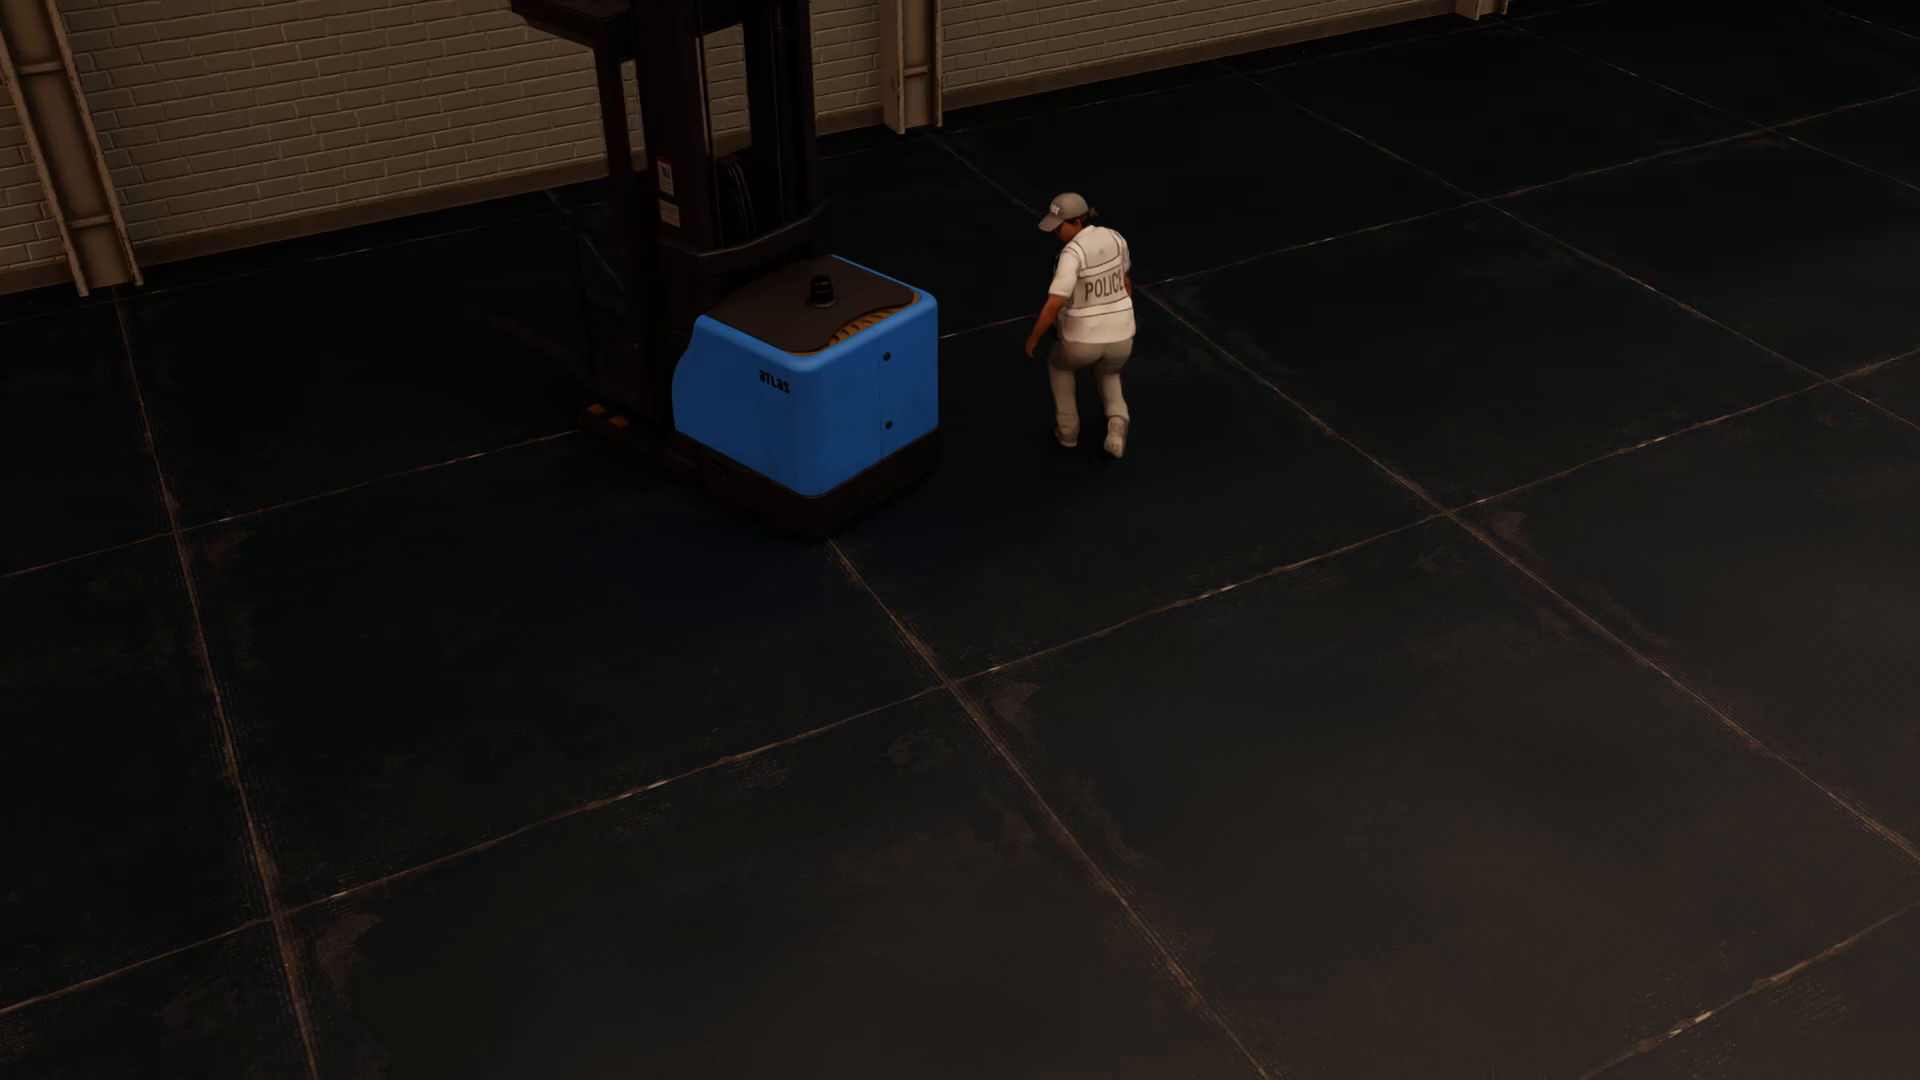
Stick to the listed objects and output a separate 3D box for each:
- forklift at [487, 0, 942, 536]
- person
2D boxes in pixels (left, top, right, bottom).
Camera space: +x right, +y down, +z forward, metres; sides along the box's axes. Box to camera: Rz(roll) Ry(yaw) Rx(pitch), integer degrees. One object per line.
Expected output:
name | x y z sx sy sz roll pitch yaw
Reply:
forklift | -1.541 -1.935 8.860 3.031 2.935 1.130 27 43 33
person | 0.718 -1.153 9.059 0.757 1.459 0.621 -14 38 -19
